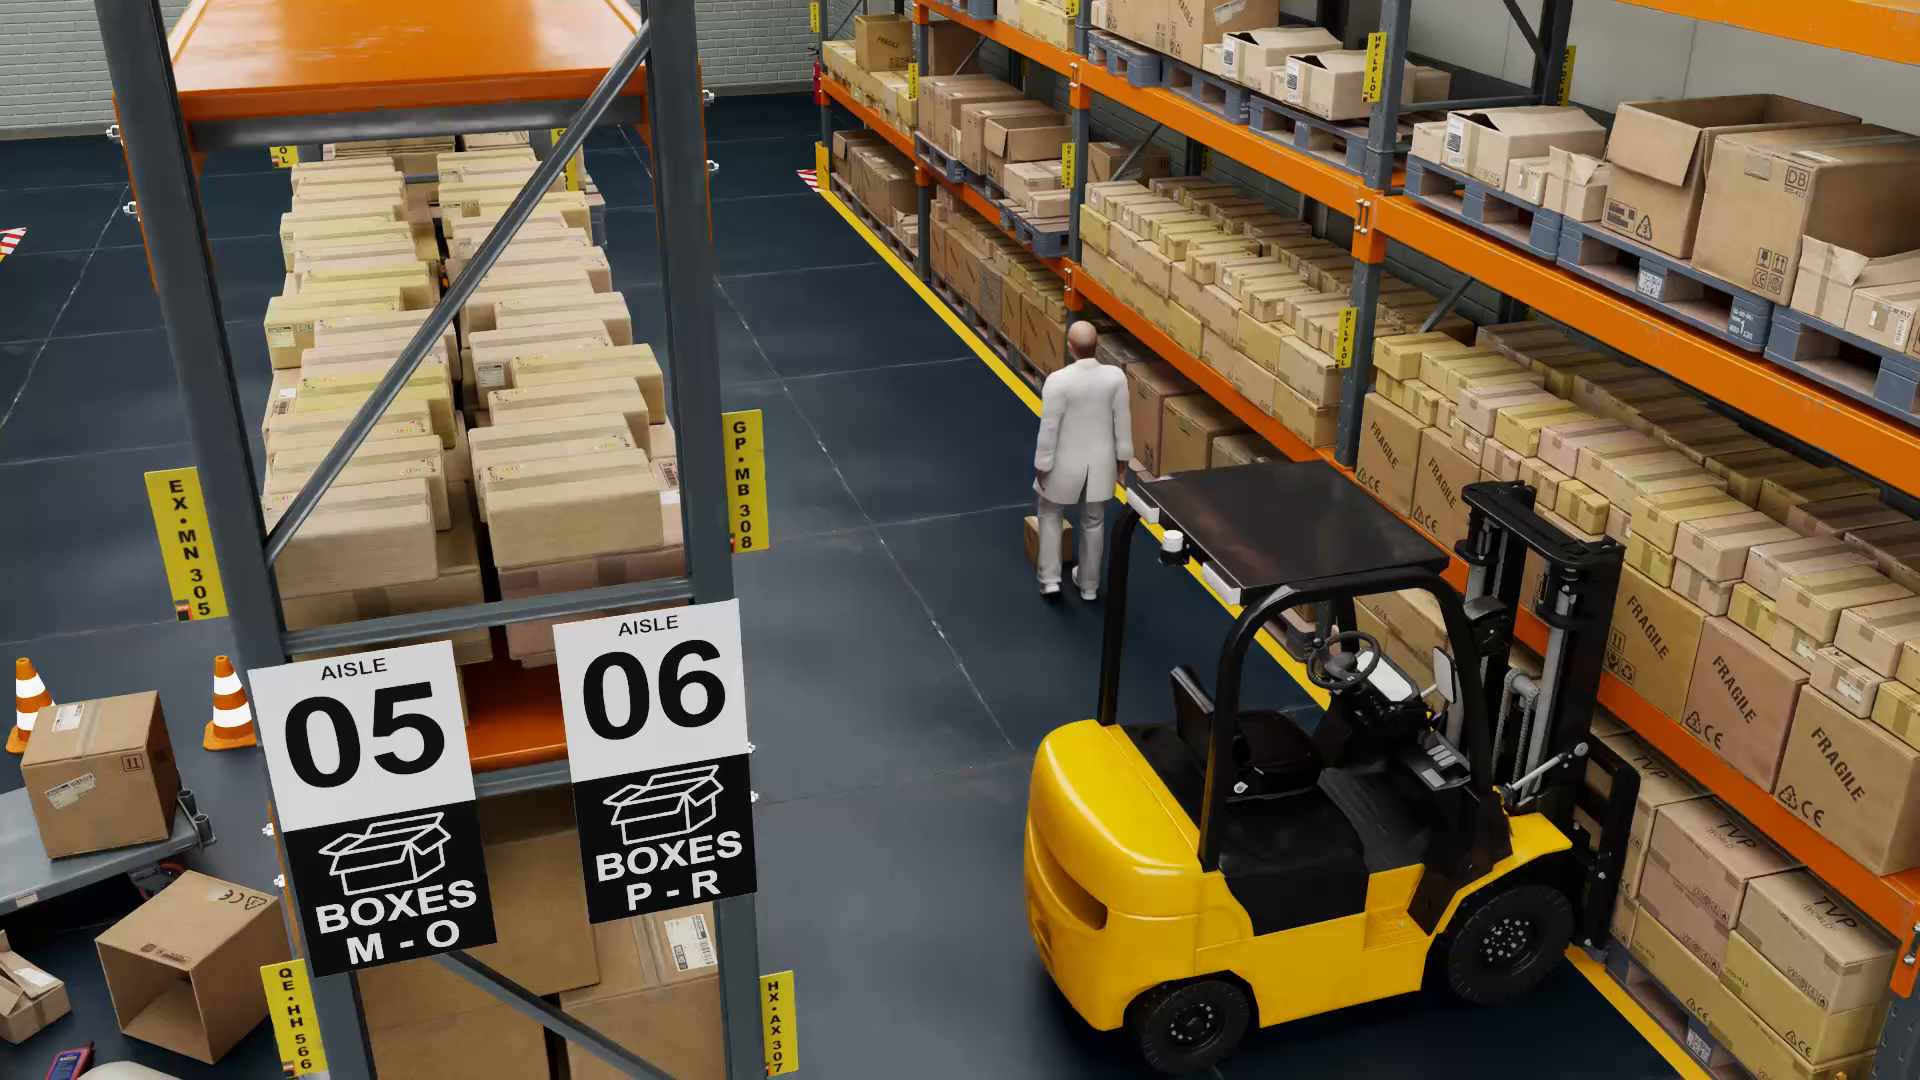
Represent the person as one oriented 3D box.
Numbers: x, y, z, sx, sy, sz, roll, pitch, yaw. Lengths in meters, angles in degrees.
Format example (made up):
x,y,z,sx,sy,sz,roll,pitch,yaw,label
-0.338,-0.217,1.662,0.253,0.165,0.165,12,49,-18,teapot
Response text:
x,y,z,sx,sy,sz,roll,pitch,yaw,label
0.740,-0.465,10.131,0.634,1.839,0.387,-5,26,-11,person
